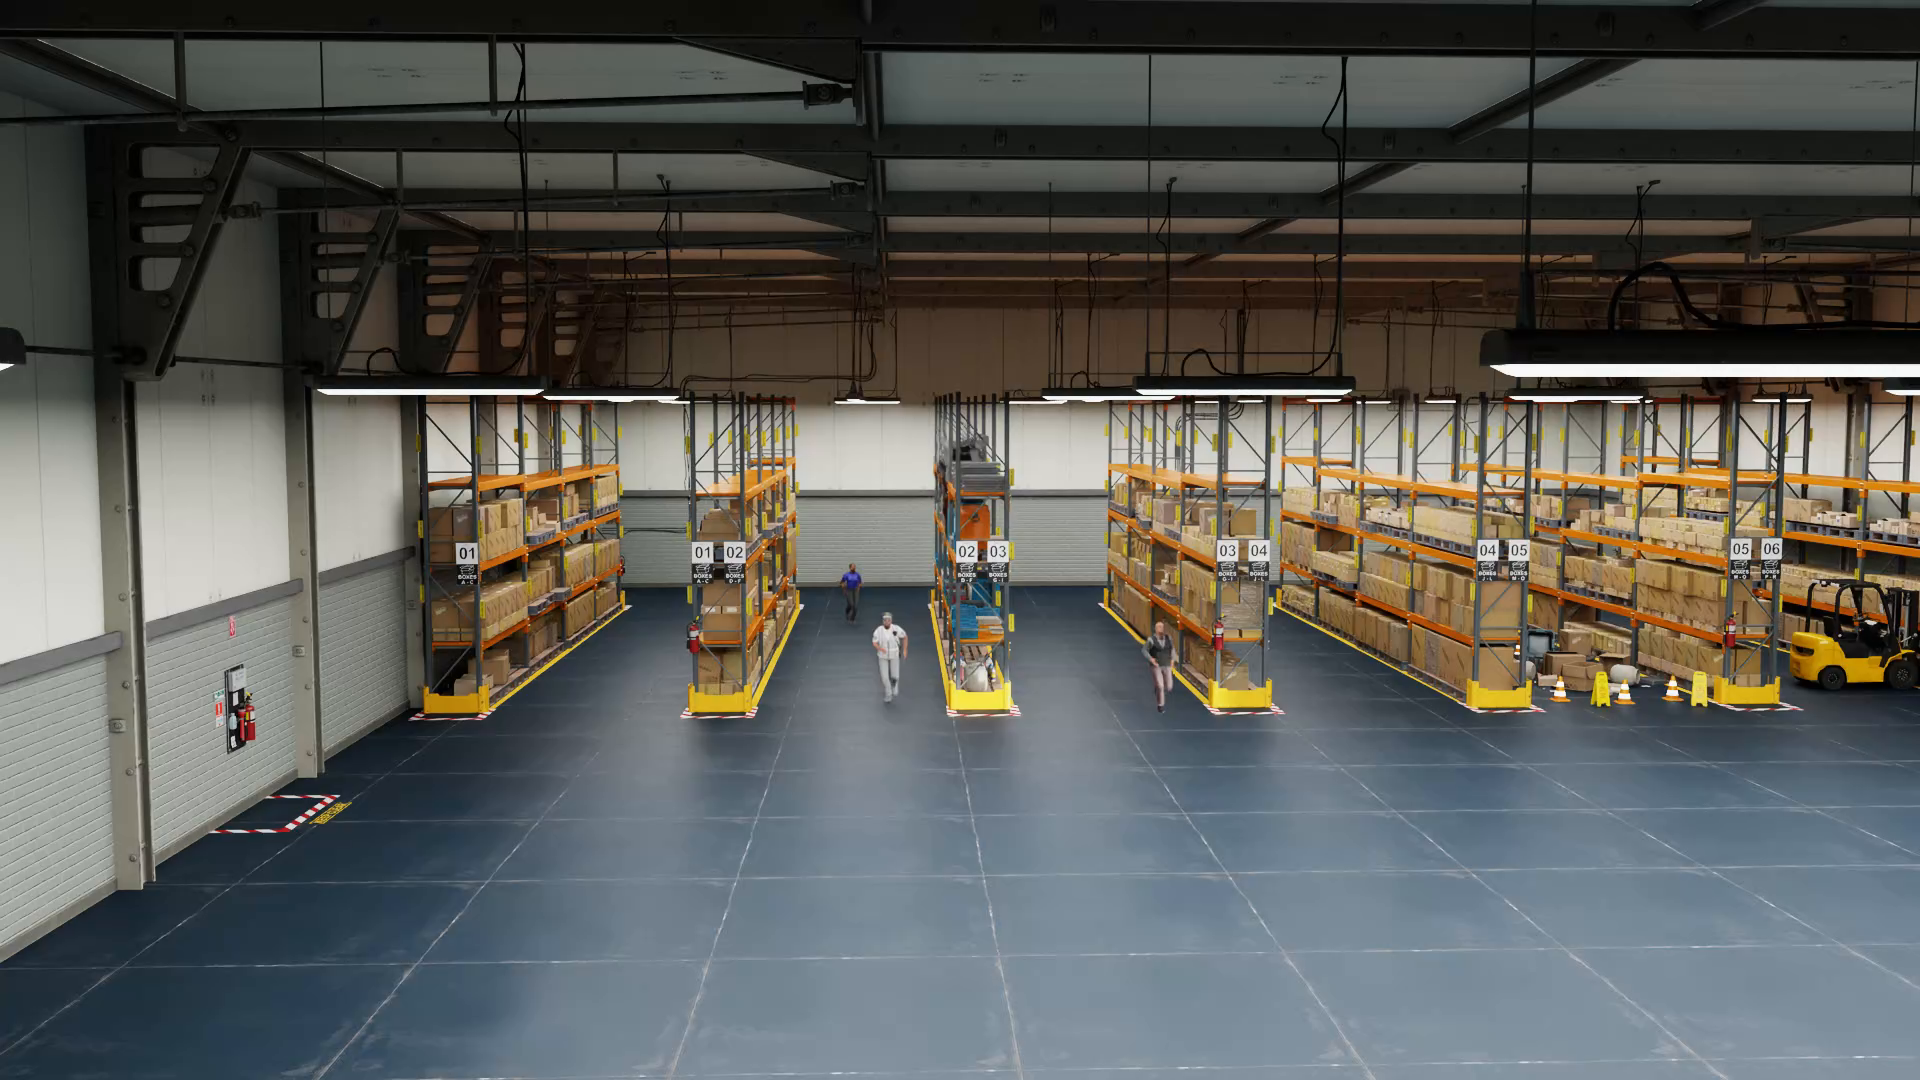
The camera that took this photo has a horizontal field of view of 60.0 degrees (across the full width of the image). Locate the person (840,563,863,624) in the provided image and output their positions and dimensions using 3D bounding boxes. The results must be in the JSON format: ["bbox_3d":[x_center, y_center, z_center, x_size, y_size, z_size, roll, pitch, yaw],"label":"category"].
[{"bbox_3d":[-2.825,1.458,43.767,0.569,1.528,0.551,-2,5,-19],"label":"person"}]

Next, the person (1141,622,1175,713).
[{"bbox_3d":[3.759,2.385,31.398,0.683,1.683,0.643,-1,5,-17],"label":"person"}]

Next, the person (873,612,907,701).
[{"bbox_3d":[-1.364,2.272,32.299,0.673,1.753,0.607,0,5,0],"label":"person"}]
